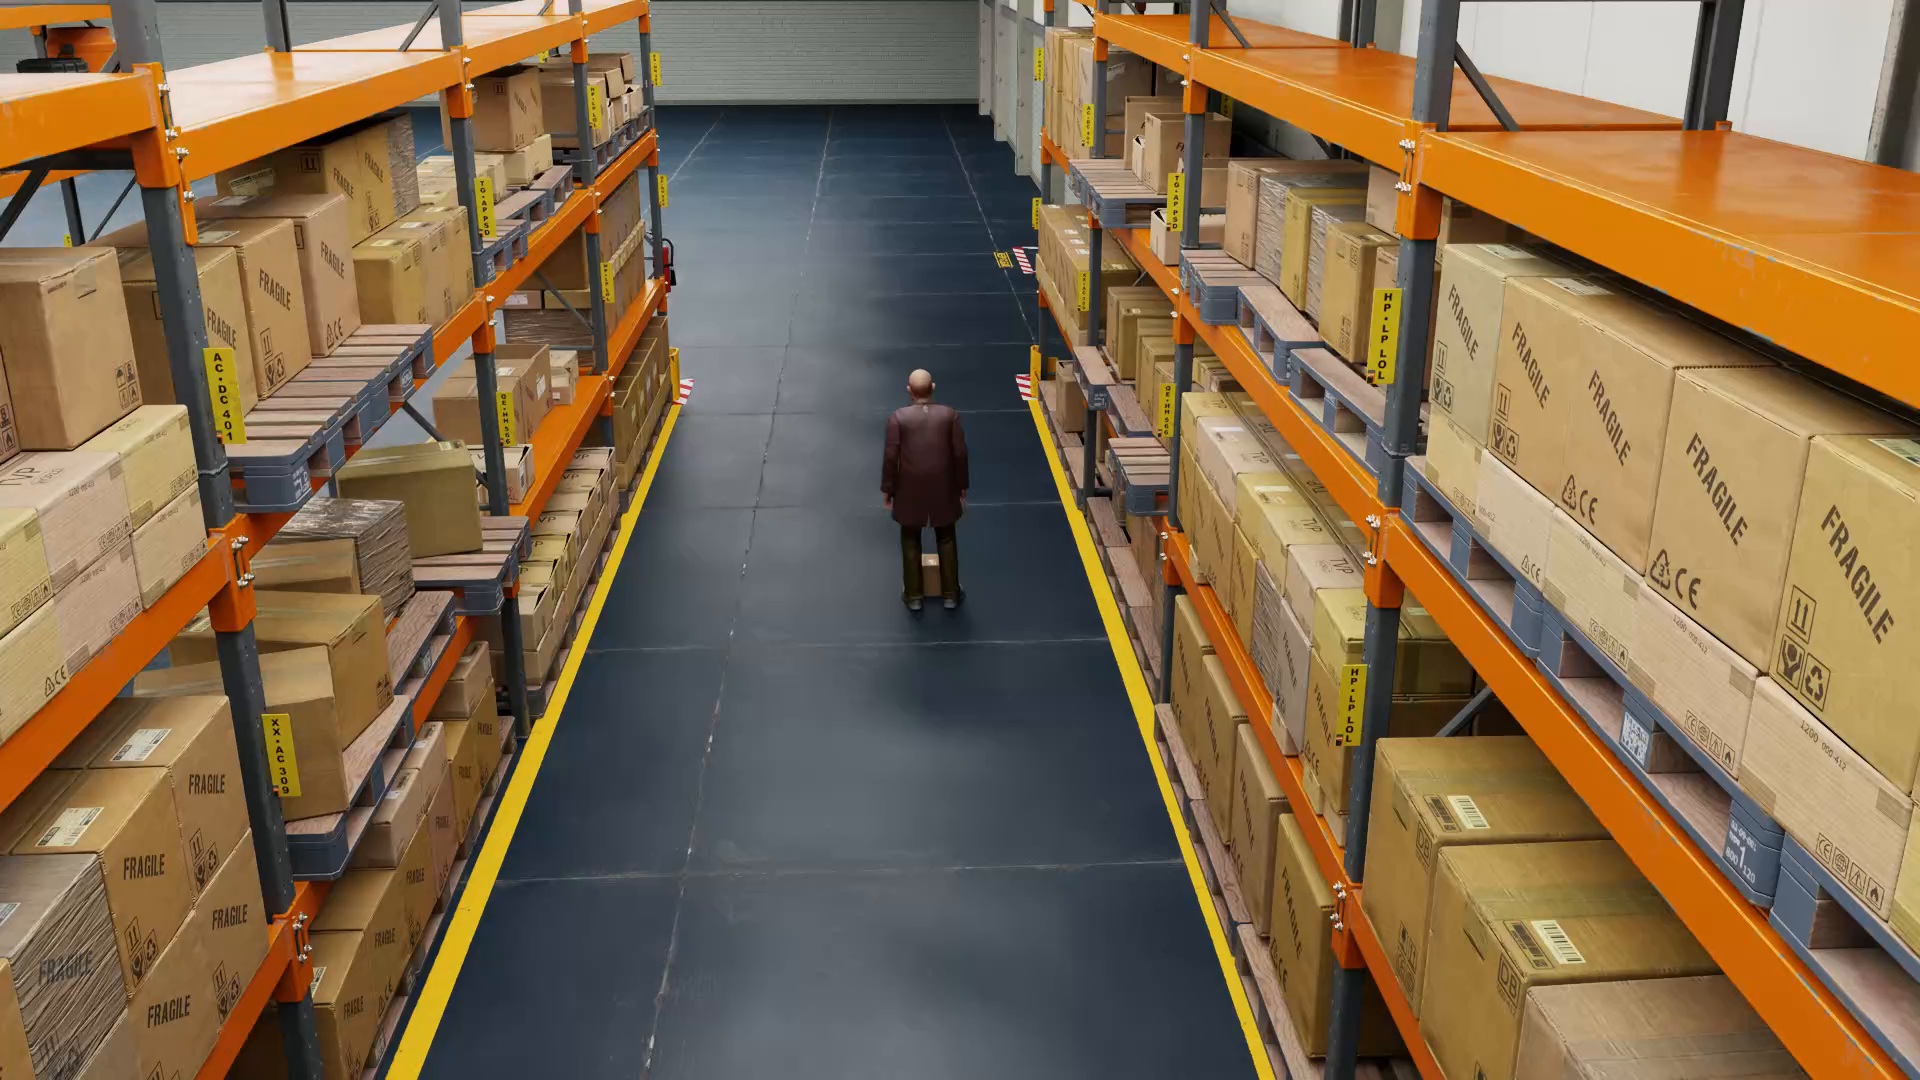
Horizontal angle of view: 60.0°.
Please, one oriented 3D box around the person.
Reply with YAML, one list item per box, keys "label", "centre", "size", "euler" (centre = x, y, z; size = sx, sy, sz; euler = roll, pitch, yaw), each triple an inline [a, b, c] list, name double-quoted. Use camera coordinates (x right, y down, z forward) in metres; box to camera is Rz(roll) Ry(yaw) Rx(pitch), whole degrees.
- label: "person"
  centre: [-0.255, -0.364, 12.094]
  size: [0.651, 1.773, 0.428]
  euler: [-2, 20, -6]
